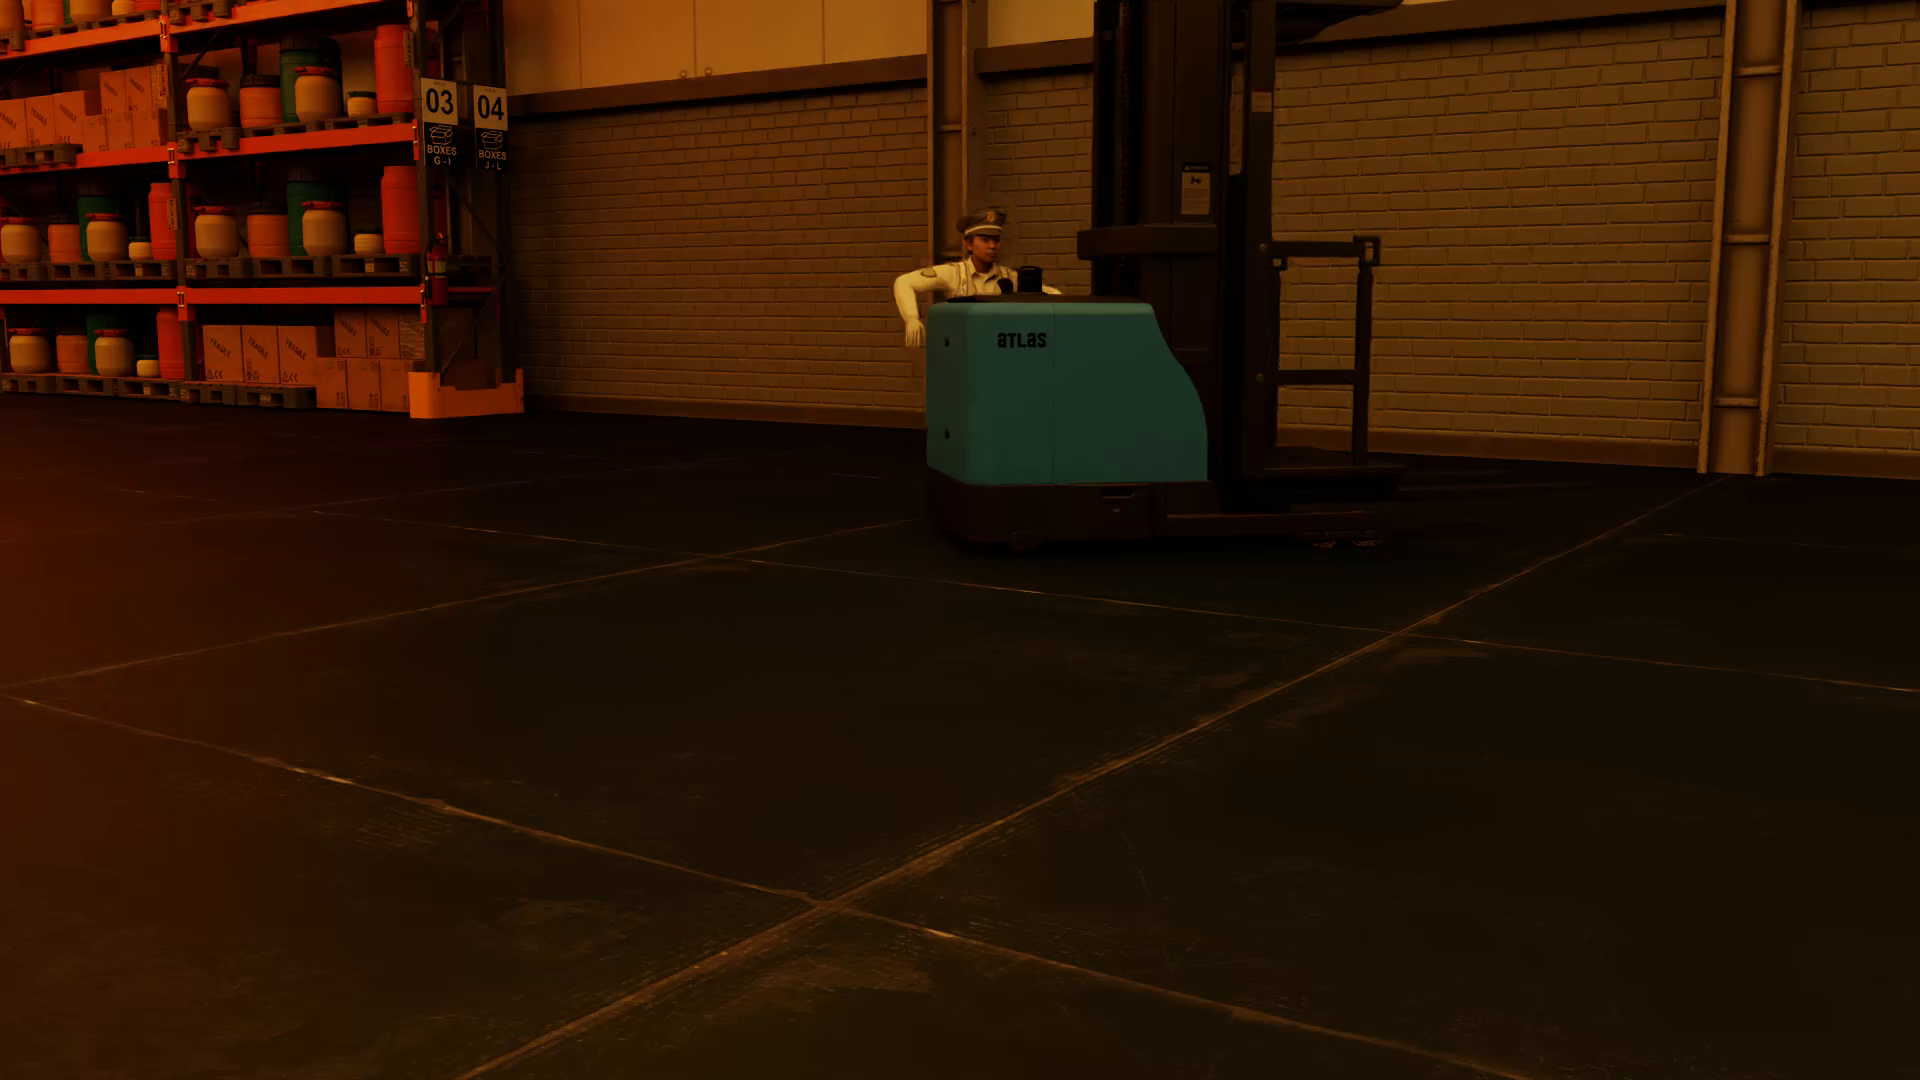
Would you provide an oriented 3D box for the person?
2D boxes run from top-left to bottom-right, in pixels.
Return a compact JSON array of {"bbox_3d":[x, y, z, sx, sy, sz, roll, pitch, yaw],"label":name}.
[{"bbox_3d":[0.200,-0.885,8.134,0.991,1.454,0.767,-3,9,-20],"label":"person"}]

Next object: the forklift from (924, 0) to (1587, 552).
[{"bbox_3d":[1.401,-1.484,7.632,3.031,2.935,1.130,-2,8,-13],"label":"forklift"}]
